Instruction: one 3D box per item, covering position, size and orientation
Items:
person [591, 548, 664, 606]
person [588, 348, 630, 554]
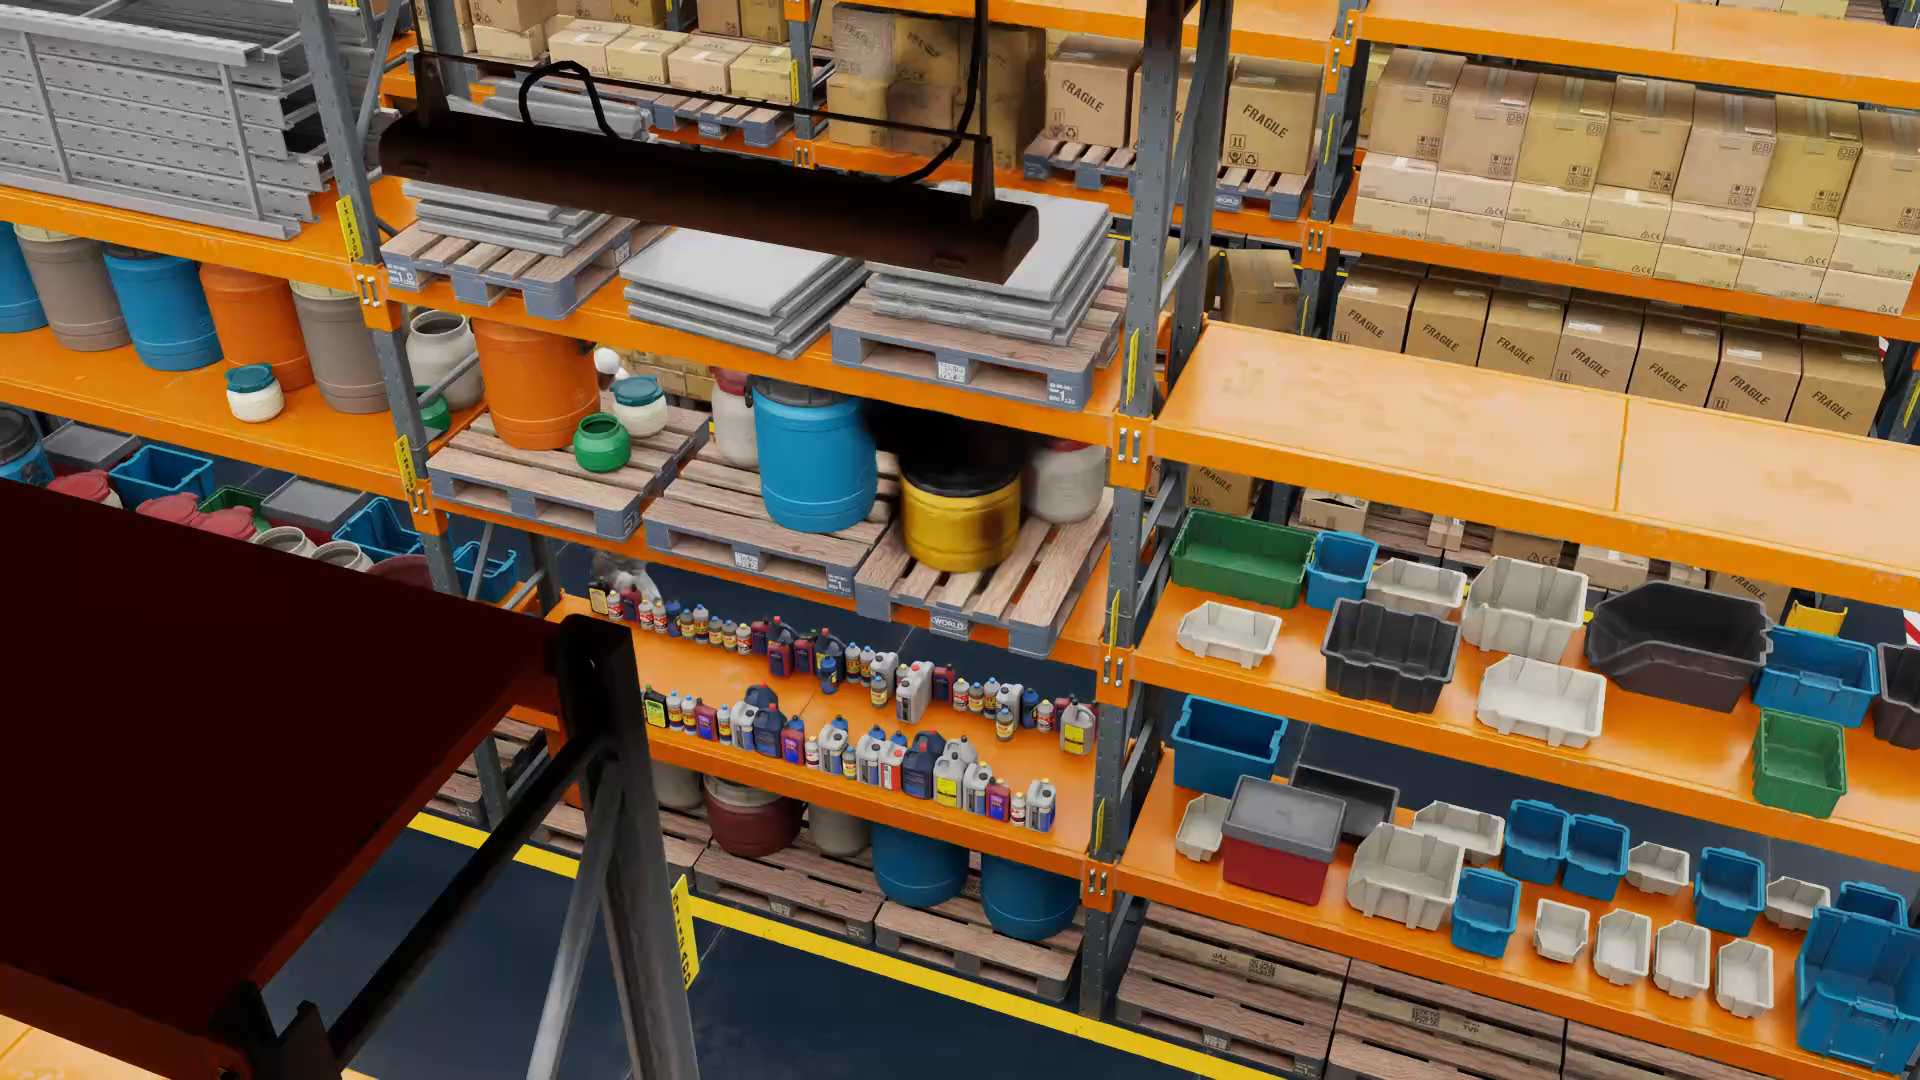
[{"bbox_3d":[-2.556,-0.007,12.061,0.830,1.603,0.695,16,39,20],"label":"person"},{"bbox_3d":[-2.576,-0.681,12.834,0.796,1.845,0.646,3,37,4],"label":"person"}]
